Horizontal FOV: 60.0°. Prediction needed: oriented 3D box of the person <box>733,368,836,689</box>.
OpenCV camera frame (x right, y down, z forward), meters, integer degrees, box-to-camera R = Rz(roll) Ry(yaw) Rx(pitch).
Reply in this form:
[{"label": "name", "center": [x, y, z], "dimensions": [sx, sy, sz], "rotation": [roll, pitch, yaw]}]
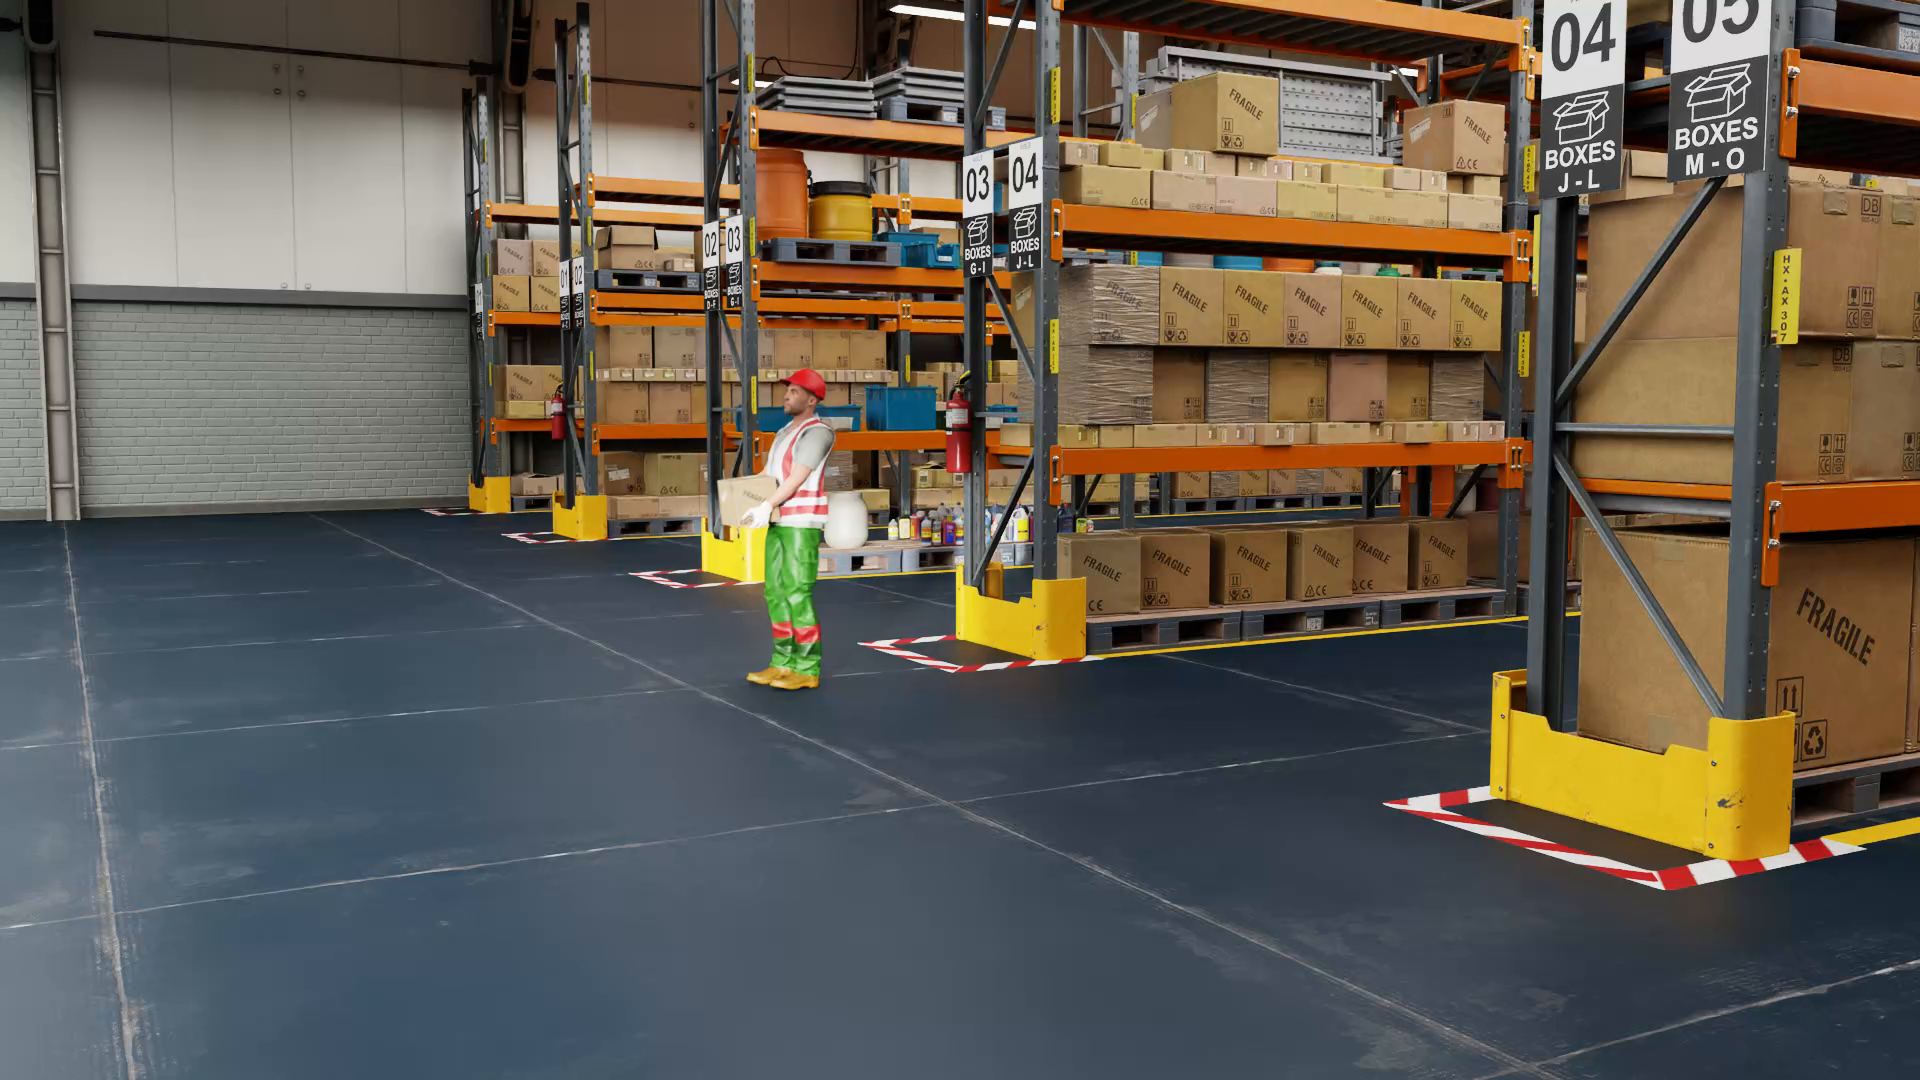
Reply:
[{"label": "person", "center": [-1.010, -0.065, 9.313], "dimensions": [0.560, 1.787, 0.500], "rotation": [-3, 6, -29]}]
